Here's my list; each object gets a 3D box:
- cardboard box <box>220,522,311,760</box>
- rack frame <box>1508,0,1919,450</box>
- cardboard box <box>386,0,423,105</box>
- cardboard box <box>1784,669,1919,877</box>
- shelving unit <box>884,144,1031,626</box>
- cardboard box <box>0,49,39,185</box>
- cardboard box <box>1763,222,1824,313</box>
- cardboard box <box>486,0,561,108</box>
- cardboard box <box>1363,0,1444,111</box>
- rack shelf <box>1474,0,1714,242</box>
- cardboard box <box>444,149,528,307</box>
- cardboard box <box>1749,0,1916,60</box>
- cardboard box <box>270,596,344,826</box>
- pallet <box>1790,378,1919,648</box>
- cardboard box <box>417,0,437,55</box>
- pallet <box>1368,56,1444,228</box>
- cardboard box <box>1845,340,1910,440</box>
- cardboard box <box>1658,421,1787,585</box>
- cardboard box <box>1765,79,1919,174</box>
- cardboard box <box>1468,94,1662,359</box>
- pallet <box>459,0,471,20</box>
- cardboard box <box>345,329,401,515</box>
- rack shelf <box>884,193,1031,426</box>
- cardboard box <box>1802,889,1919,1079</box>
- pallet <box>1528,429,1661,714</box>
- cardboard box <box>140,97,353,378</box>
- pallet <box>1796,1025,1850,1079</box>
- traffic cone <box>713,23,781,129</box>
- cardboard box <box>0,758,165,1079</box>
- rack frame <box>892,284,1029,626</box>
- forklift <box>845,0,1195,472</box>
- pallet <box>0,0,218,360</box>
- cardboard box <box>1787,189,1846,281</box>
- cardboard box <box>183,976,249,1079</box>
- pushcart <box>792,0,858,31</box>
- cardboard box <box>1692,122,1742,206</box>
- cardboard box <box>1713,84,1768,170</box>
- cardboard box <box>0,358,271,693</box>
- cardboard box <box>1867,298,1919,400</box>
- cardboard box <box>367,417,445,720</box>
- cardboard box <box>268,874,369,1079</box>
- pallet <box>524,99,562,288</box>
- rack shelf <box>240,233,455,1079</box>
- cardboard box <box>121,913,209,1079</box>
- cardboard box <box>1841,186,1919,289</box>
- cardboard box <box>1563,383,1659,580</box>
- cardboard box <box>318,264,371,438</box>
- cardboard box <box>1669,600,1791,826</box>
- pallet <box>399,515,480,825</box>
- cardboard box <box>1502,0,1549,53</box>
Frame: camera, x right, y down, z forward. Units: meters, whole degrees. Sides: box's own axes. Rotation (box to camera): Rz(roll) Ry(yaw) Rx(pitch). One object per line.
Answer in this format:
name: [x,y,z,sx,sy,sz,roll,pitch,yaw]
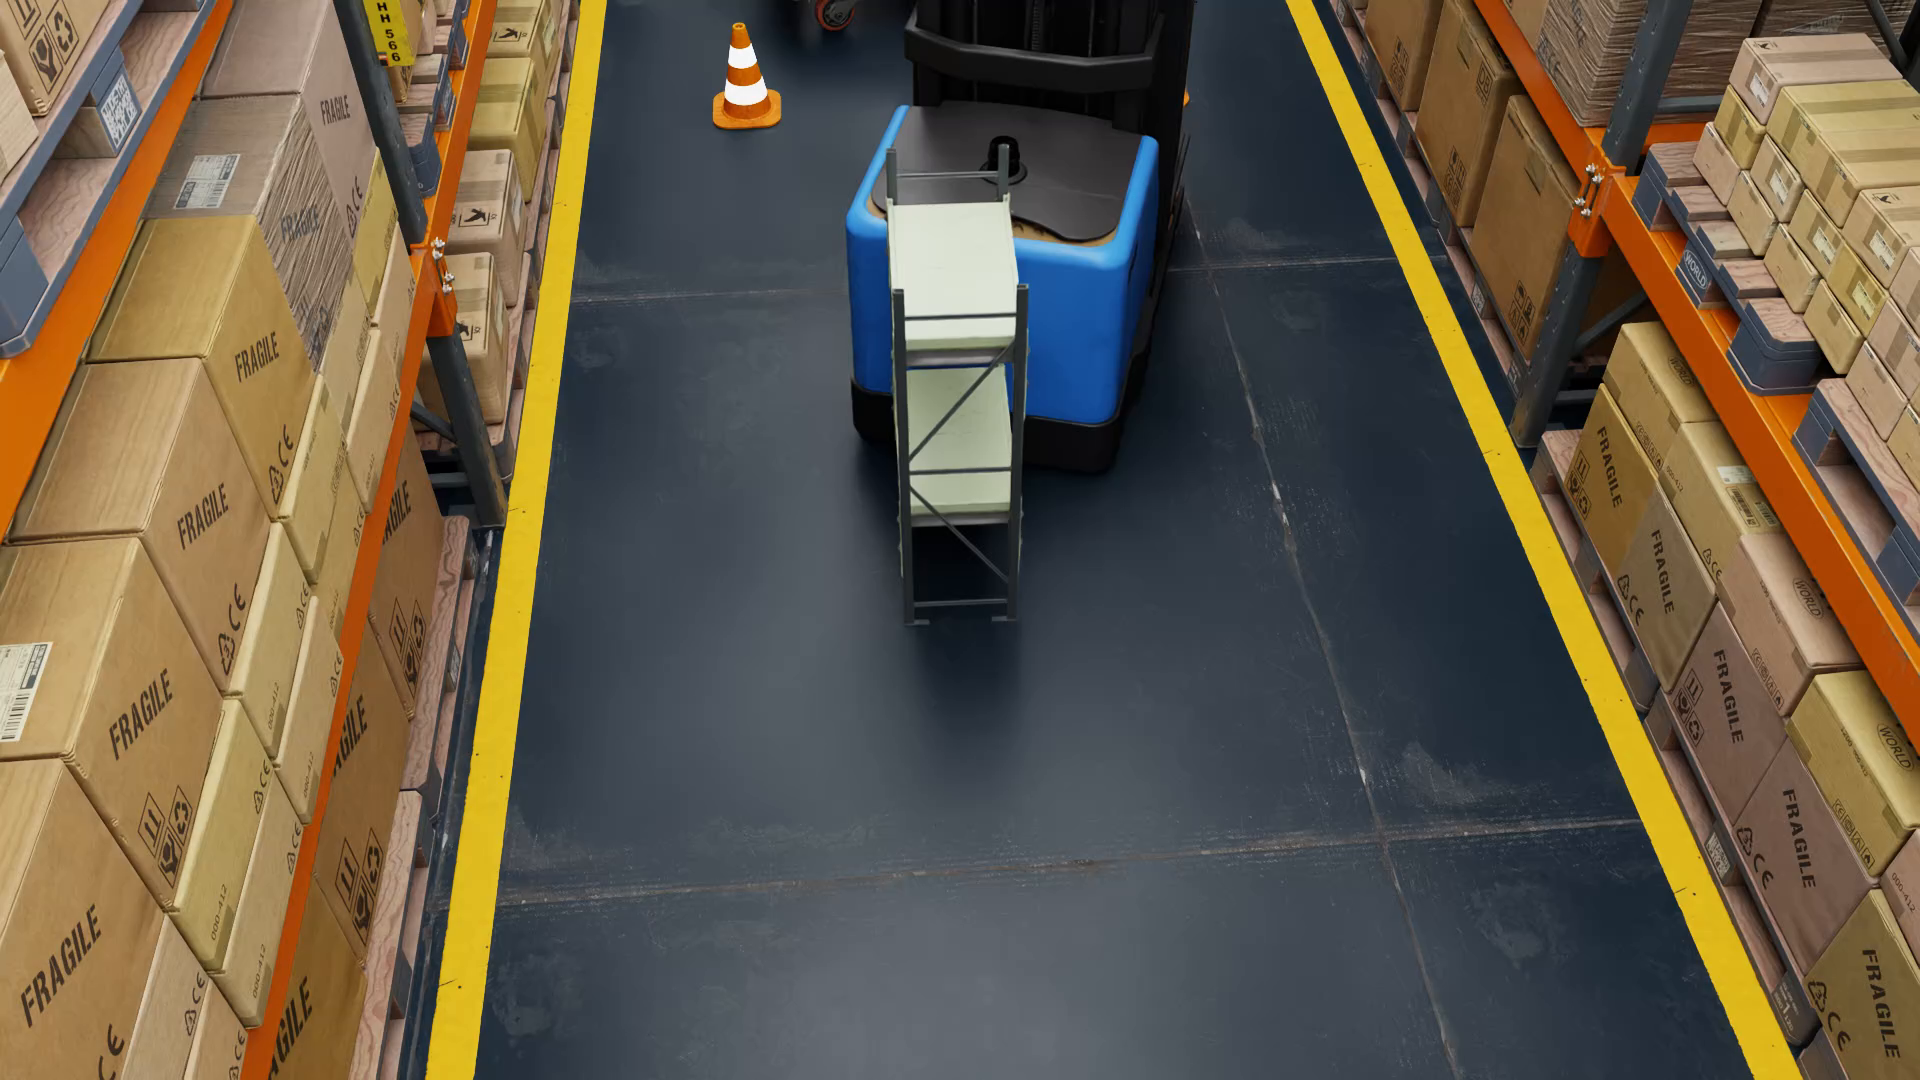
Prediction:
cardboard box: [-1.776,0.241,3.715,0.500,0.250,0.500,-5,47,-4]
rack frame: [2.701,-1.463,5.570,1.000,3.000,0.127,-3,47,-3]
cardboard box: [-2.030,-1.710,5.240,0.500,0.500,0.500,-5,47,-4]
cardboard box: [2.634,0.610,4.522,0.500,0.250,0.500,-5,47,-5]
shelving unit: [-0.019,-0.488,5.679,0.431,1.500,0.755,-2,47,-2]
cardboard box: [-1.692,-0.668,2.554,0.396,0.266,0.258,0,47,0]
cardboard box: [2.583,-0.796,4.821,0.380,0.149,0.250,-1,47,-1]
cardboard box: [-2.448,-2.325,7.906,0.950,0.372,0.625,-1,47,-1]
cardboard box: [2.585,-2.586,7.893,1.050,0.750,0.750,-3,47,-3]
rack shelf: [2.534,-2.663,7.201,1.077,0.370,4.000,-3,47,-3]
cardboard box: [-2.330,-1.273,6.910,0.950,0.372,0.625,-4,47,-4]
cardboard box: [2.933,-1.839,5.857,0.500,0.500,0.500,-3,47,-3]
cardboard box: [-1.766,0.414,3.895,0.500,0.250,0.500,-4,47,-4]
pallet: [2.908,0.033,4.285,1.003,0.211,1.213,-3,47,-3]
cardboard box: [-2.032,-1.801,5.773,0.380,0.149,0.250,-6,47,-6]
pallet: [2.611,-1.960,7.961,1.003,0.211,1.213,-3,47,-3]
cardboard box: [2.632,-0.408,4.454,0.380,0.149,0.250,-2,47,-2]
cardboard box: [2.560,-0.125,5.219,0.500,0.250,0.500,-4,47,-4]
cardboard box: [2.572,-1.185,4.781,0.380,0.149,0.250,-5,47,-4]
cardboard box: [2.740,-1.280,6.656,1.050,0.750,0.750,-4,47,-4]
pallet: [-2.430,-2.453,6.639,1.003,0.211,1.213,-3,47,-3]
cardboard box: [-1.863,-0.319,4.589,0.500,0.250,0.500,-3,47,-3]
rack shelf: [-0.019,-0.756,5.396,0.431,0.370,0.720,-2,47,-2]
cardboard box: [2.680,1.255,4.428,0.500,0.500,0.500,-4,47,-4]
pallet: [2.765,0.061,6.047,1.003,0.211,1.213,-3,47,-3]
cardboard box: [-1.868,-0.738,4.126,0.500,0.500,0.500,-3,47,-3]
pallet: [2.969,1.827,4.375,1.003,0.211,1.213,-3,47,-3]
traffic cone: [-1.059,-2.299,8.108,0.336,0.463,0.334,-3,47,-3]
cardboard box: [-1.709,0.725,2.740,0.500,0.500,0.500,-4,47,-4]
rack frame: [0.002,-0.223,5.428,0.400,1.500,0.023,-2,47,-2]
forklift: [0.405,-2.360,6.466,1.130,2.935,3.031,9,47,9]
pallet: [-2.020,-0.784,2.991,1.003,0.211,1.213,-2,47,-1]
cardboard box: [2.592,-0.872,4.689,0.380,0.149,0.250,-5,47,-5]
cardboard box: [-1.707,1.148,3.200,0.500,0.250,0.500,-5,47,-4]
pushcart: [-0.290,-3.256,9.074,1.648,0.377,0.936,-19,49,-17]
cardboard box: [2.538,-1.185,5.190,0.380,0.149,0.250,-4,47,-4]
cardboard box: [2.542,-1.262,5.058,0.380,0.149,0.250,-2,47,-2]
cardboard box: [-1.798,-0.012,3.438,0.500,0.500,0.500,-4,47,-4]
cardboard box: [2.633,-0.510,4.346,0.380,0.149,0.250,-3,47,-3]
cardboard box: [-2.248,0.002,5.356,0.875,0.875,0.875,-4,47,-4]
cardboard box: [-2.103,1.294,4.132,0.875,0.875,0.875,-2,47,-2]
pallet: [-2.386,-1.576,7.597,1.003,0.211,1.213,-3,47,-3]
rack shelf: [-2.056,0.605,4.106,1.077,0.370,4.000,-3,47,-3]
cardboard box: [-1.716,0.974,3.021,0.500,0.250,0.500,-3,47,-3]
cardboard box: [2.610,-0.816,4.431,0.380,0.149,0.250,-5,47,-5]
cardboard box: [2.506,-0.221,5.825,0.500,0.500,0.500,-5,47,-5]
cardboard box: [-1.883,-0.504,4.420,0.500,0.250,0.500,-5,47,-4]
cardboard box: [2.599,0.514,5.130,0.500,0.500,0.500,-5,47,-4]
pallet: [-2.232,0.445,5.683,1.003,0.211,1.213,-3,47,-3]
cardboard box: [2.356,-2.168,6.168,0.500,0.500,0.500,-3,47,-3]
